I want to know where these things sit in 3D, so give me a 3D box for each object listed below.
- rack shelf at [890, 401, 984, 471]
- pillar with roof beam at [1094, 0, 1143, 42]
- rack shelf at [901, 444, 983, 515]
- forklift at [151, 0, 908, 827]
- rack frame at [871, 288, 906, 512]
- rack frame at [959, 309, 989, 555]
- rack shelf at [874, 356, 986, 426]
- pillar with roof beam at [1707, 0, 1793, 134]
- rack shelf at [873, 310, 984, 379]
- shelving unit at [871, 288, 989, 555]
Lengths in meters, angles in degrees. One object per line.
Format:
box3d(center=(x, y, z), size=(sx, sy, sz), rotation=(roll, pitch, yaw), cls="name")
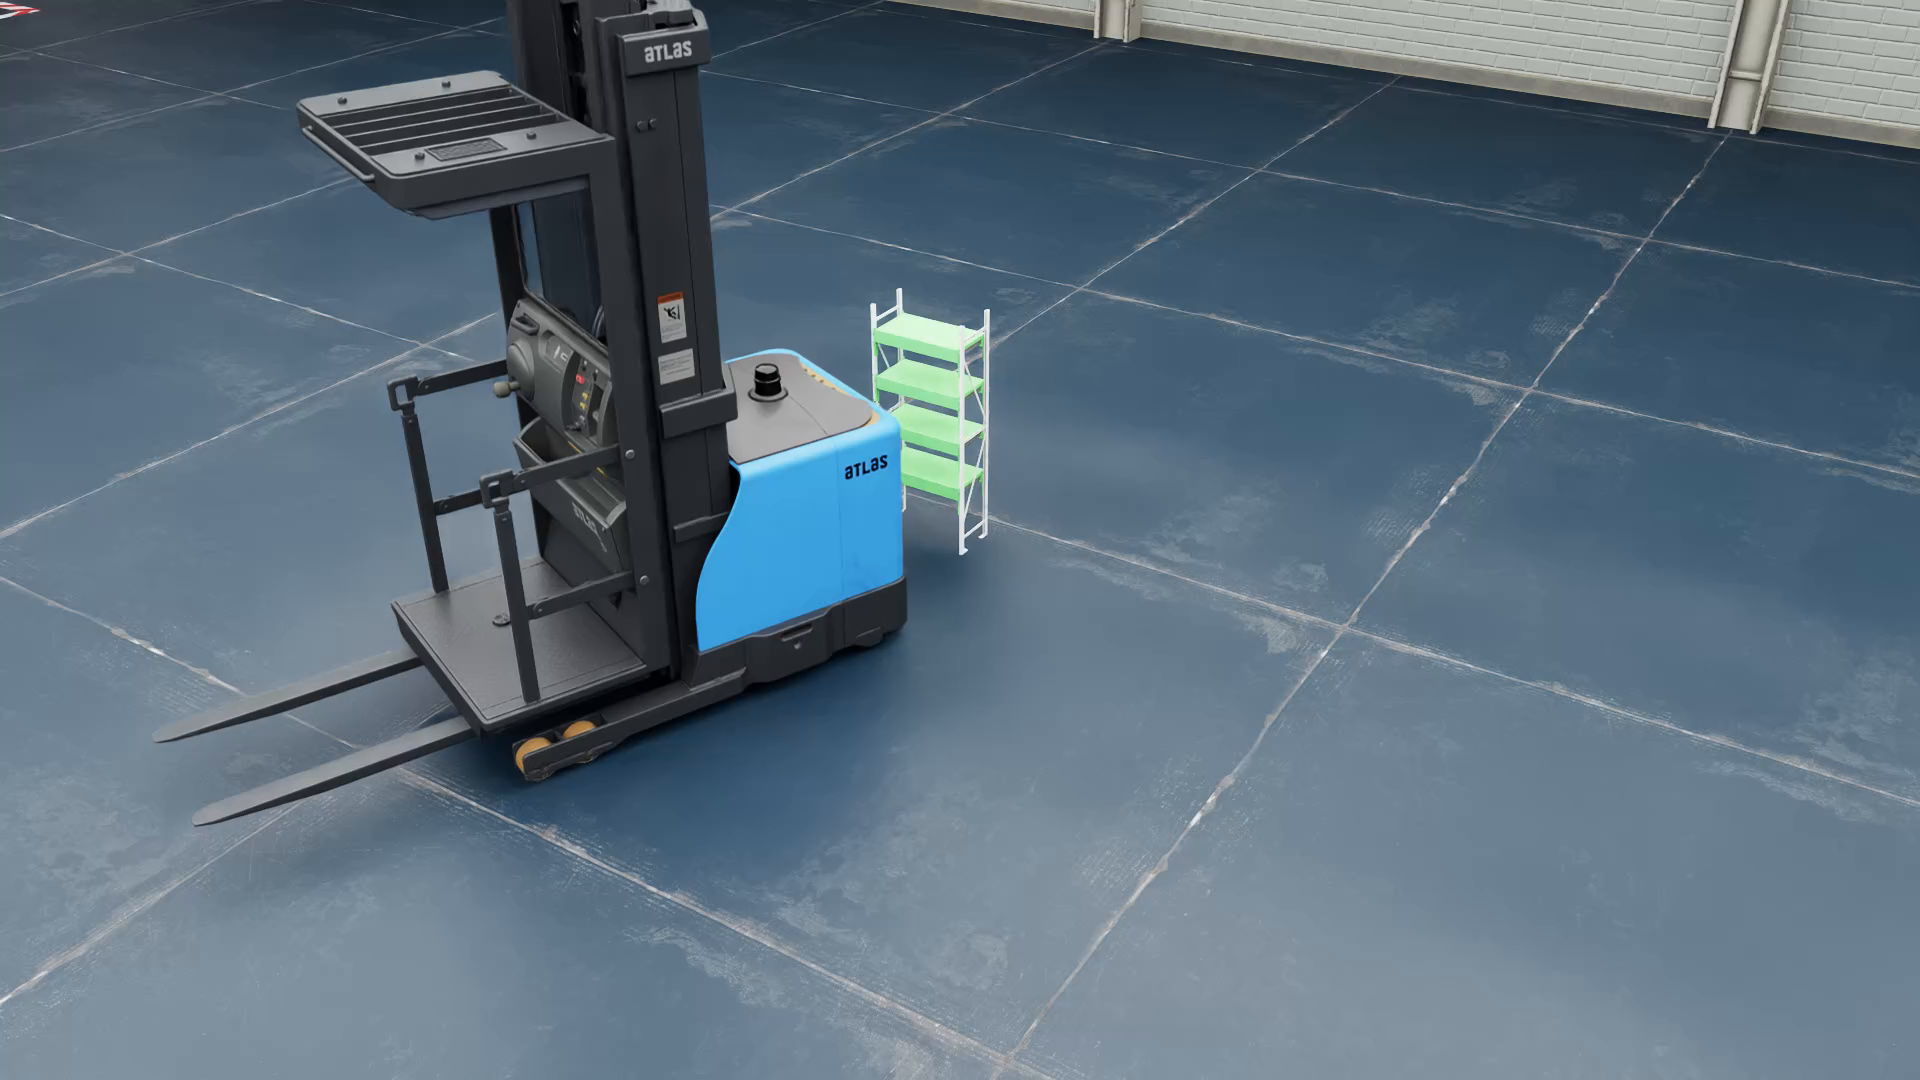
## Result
box3d(center=(-0.140, -0.507, 8.056), size=(0.480, 0.148, 0.258), rotation=(18, 35, 27), cls="rack shelf")
box3d(center=(-0.667, -7.235, 11.722), size=(0.400, 9.000, 9.100), rotation=(18, 35, 27), cls="pillar with roof beam")
box3d(center=(-0.140, -0.300, 8.177), size=(0.480, 0.148, 0.258), rotation=(18, 35, 27), cls="rack shelf")
box3d(center=(-1.734, -0.614, 6.393), size=(3.031, 2.935, 1.130), rotation=(-20, 36, -30), cls="forklift")
box3d(center=(-0.347, -0.628, 8.136), size=(0.015, 1.200, 0.240), rotation=(18, 35, 27), cls="rack frame")
box3d(center=(0.066, -0.497, 7.912), size=(0.015, 1.200, 0.240), rotation=(18, 35, 27), cls="rack frame")
box3d(center=(-0.140, -0.715, 7.935), size=(0.480, 0.148, 0.258), rotation=(18, 35, 27), cls="rack shelf")
box3d(center=(4.415, -5.628, 8.967), size=(0.400, 9.000, 9.100), rotation=(18, 35, 27), cls="pillar with roof beam")
box3d(center=(-0.140, -0.922, 7.814), size=(0.480, 0.148, 0.258), rotation=(18, 35, 27), cls="rack shelf")
box3d(center=(-0.140, -0.563, 8.024), size=(0.503, 1.200, 0.258), rotation=(18, 35, 27), cls="shelving unit")
